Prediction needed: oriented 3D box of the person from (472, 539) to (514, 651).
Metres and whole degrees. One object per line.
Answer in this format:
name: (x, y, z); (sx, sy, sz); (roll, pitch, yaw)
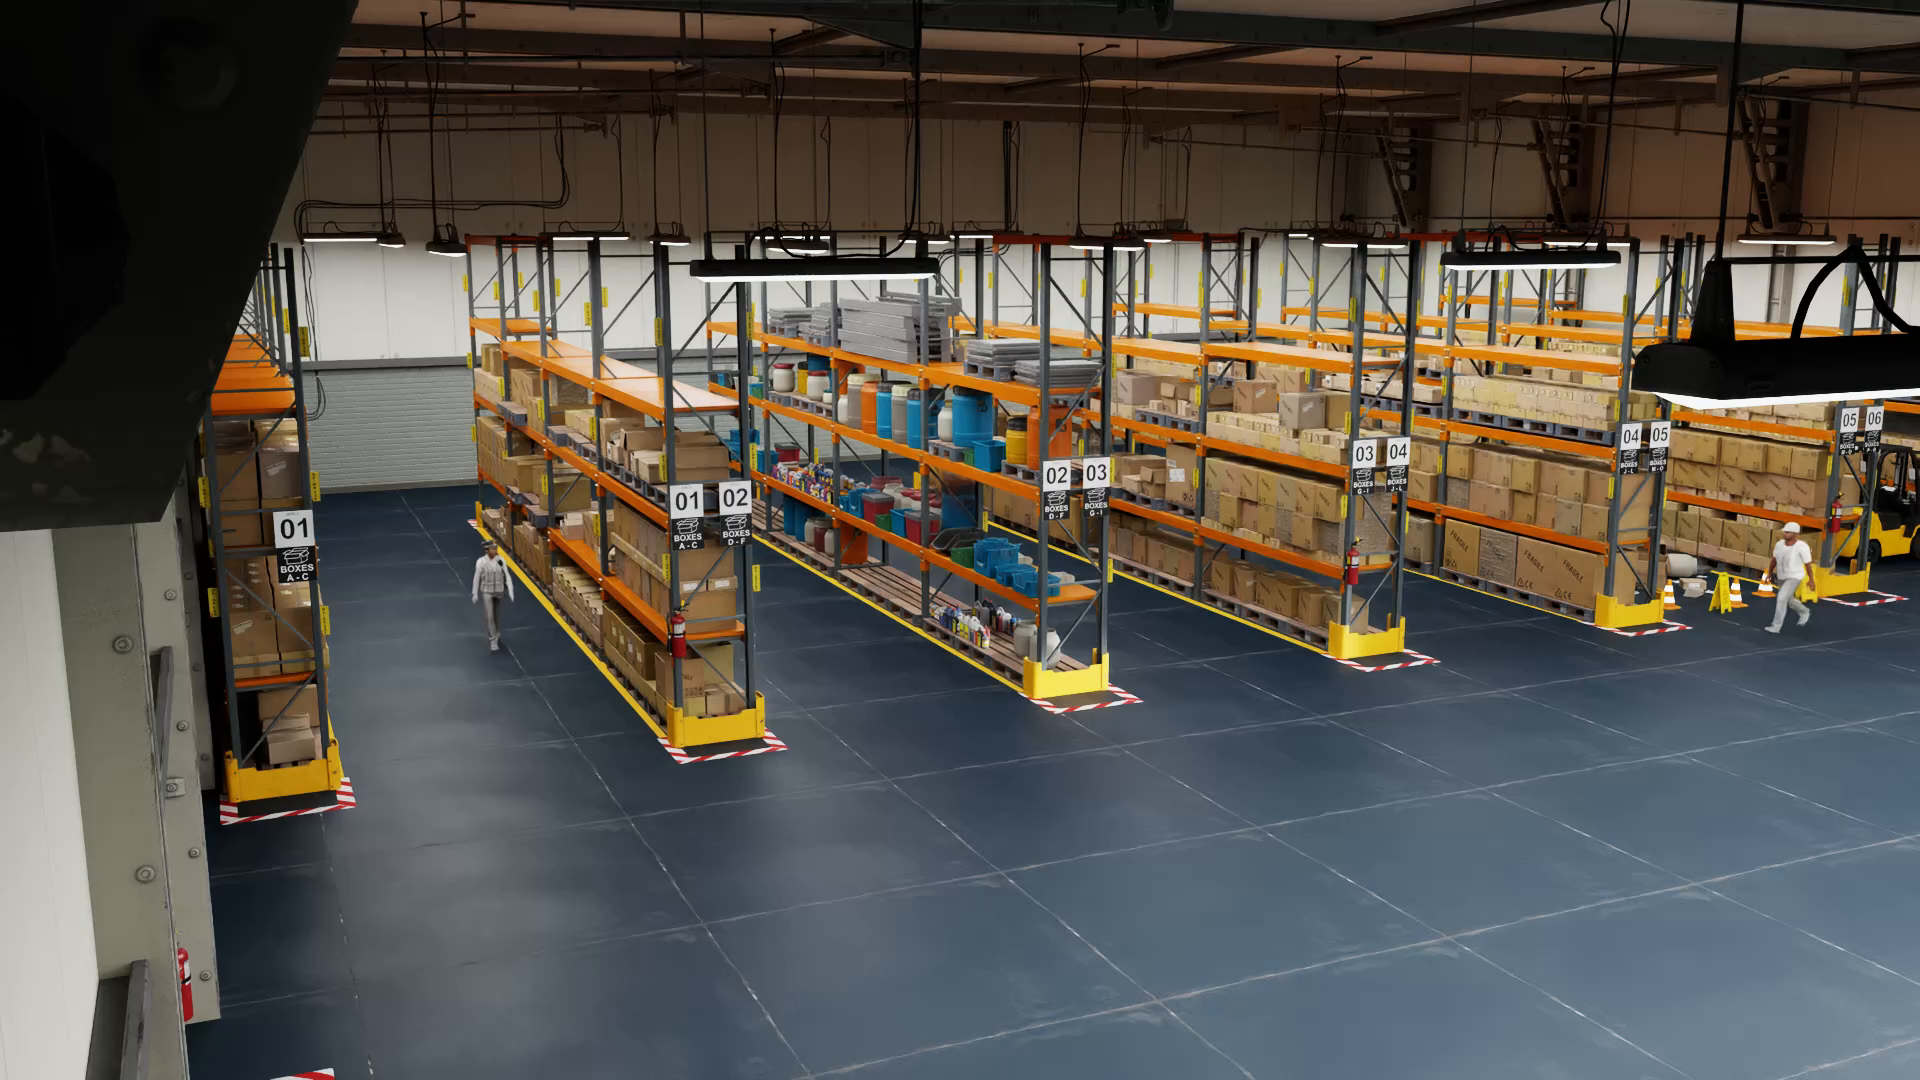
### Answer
person: (-6.964, 0.769, 24.789); (0.587, 1.614, 1.040); (-5, 12, -23)

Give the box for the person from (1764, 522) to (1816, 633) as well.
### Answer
person: (12.854, 0.567, 25.718); (1.047, 1.715, 0.626); (-4, 12, -19)
